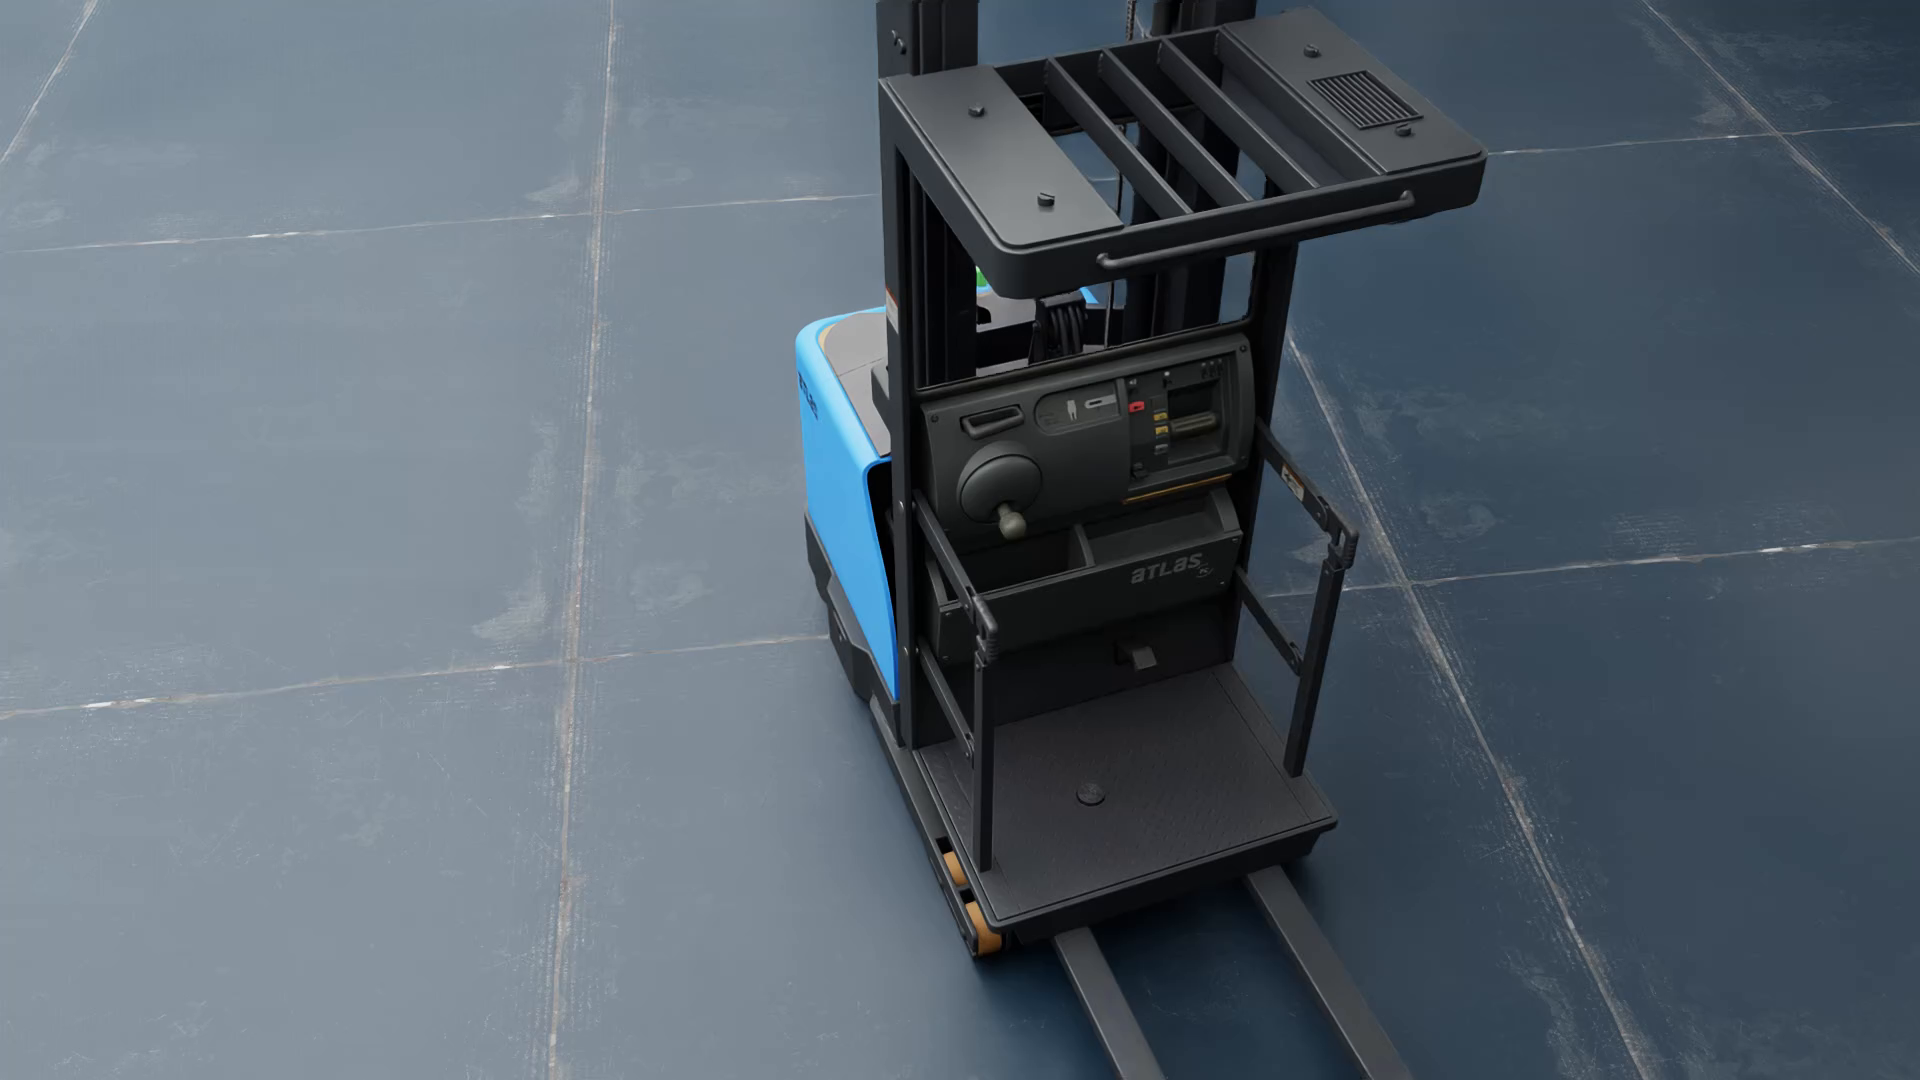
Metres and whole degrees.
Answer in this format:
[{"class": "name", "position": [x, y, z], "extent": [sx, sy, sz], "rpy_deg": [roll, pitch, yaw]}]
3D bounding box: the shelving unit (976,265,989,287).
[{"class": "shelving unit", "position": [0.065, -0.640, 6.064], "extent": [0.503, 1.200, 0.258], "rpy_deg": [-14, 44, -15]}]

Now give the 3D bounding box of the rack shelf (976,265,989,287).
[{"class": "rack shelf", "position": [0.065, -0.949, 5.785], "extent": [0.480, 0.148, 0.258], "rpy_deg": [-14, 44, -15]}]

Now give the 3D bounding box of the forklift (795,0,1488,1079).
[{"class": "forklift", "position": [0.433, -0.186, 4.268], "extent": [1.130, 2.935, 3.031], "rpy_deg": [-14, 44, -15]}]
